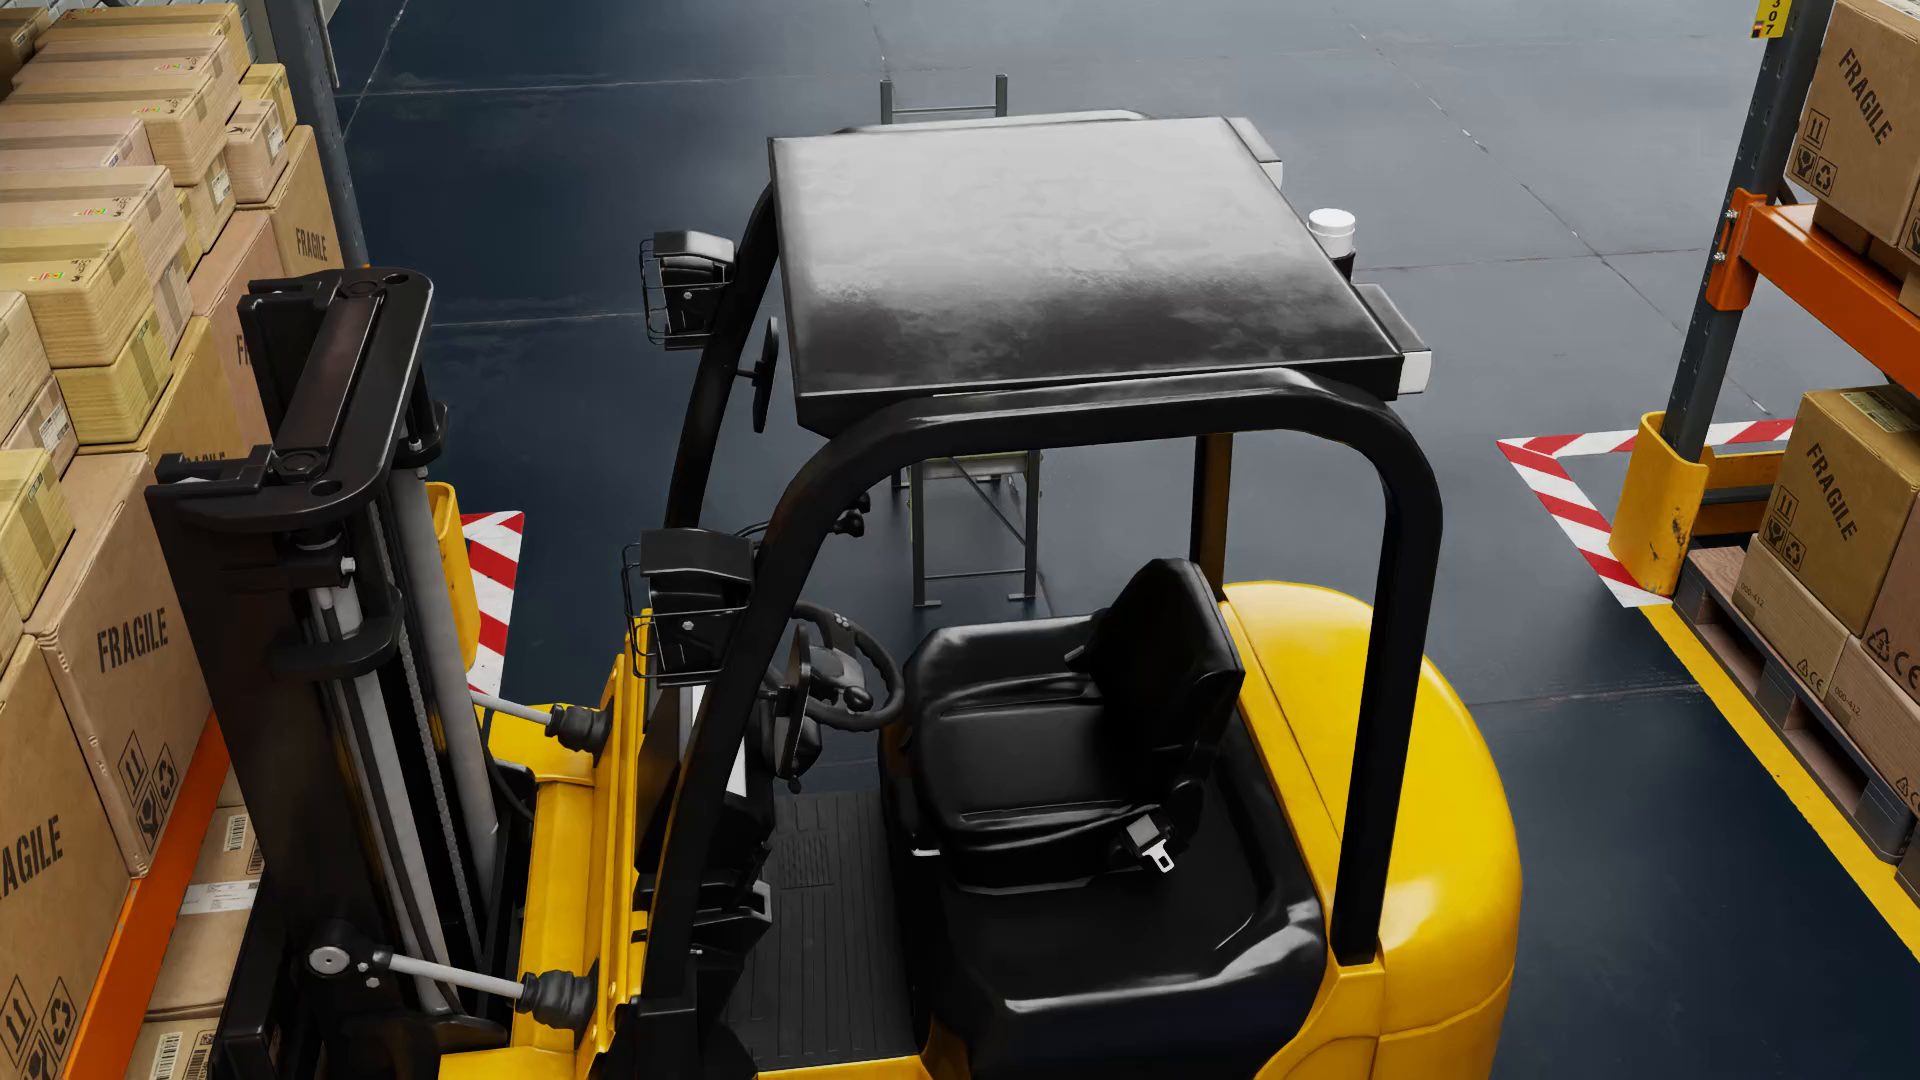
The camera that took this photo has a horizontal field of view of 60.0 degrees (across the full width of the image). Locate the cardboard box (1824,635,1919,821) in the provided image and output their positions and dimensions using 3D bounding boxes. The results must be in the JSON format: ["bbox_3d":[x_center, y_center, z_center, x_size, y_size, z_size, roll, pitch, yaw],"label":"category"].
[{"bbox_3d":[2.708,0.485,4.443,0.500,0.250,0.500,-3,34,-5],"label":"cardboard box"}]

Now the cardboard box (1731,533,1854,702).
[{"bbox_3d":[2.646,0.200,4.862,0.500,0.250,0.500,-5,35,-7],"label":"cardboard box"}]

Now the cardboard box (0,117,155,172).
[{"bbox_3d":[-1.763,-0.681,3.156,0.380,0.149,0.250,-4,34,-6],"label":"cardboard box"}]

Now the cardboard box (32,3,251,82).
[{"bbox_3d":[-1.849,-1.104,3.778,0.380,0.149,0.250,-4,35,-6],"label":"cardboard box"}]

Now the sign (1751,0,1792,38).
[{"bbox_3d":[2.274,-1.551,4.593,0.100,0.325,0.005,-4,35,-6],"label":"sign"}]

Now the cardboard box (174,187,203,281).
[{"bbox_3d":[-1.722,-0.564,3.249,0.380,0.149,0.250,-5,35,-7],"label":"cardboard box"}]

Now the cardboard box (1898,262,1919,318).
[{"bbox_3d":[2.656,-0.631,4.235,0.380,0.149,0.250,-5,35,-8],"label":"cardboard box"}]

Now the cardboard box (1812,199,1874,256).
[{"bbox_3d":[2.653,-0.925,4.667,0.380,0.149,0.250,-4,35,-6],"label":"cardboard box"}]

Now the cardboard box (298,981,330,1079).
[{"bbox_3d":[-1.520,0.995,3.251,0.500,0.250,0.500,-4,35,-7],"label":"cardboard box"}]

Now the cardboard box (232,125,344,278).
[{"bbox_3d":[-1.780,-0.643,3.940,0.500,0.500,0.500,-5,35,-7],"label":"cardboard box"}]

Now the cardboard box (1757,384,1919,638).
[{"bbox_3d":[2.650,-0.097,4.631,0.500,0.500,0.500,-5,35,-8],"label":"cardboard box"}]

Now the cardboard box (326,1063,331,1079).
[{"bbox_3d":[-1.522,1.191,3.407,0.500,0.250,0.500,-3,34,-5],"label":"cardboard box"}]

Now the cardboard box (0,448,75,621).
[{"bbox_3d":[-1.539,0.005,2.415,0.380,0.149,0.250,-5,35,-7],"label":"cardboard box"}]

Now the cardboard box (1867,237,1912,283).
[{"bbox_3d":[2.701,-0.785,4.461,0.380,0.149,0.250,-4,34,-6],"label":"cardboard box"}]

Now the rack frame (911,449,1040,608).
[{"bbox_3d":[0.048,-0.419,5.033,0.400,1.500,0.023,-4,35,-6],"label":"rack frame"}]

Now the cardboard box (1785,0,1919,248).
[{"bbox_3d":[2.601,-1.113,4.366,0.500,0.500,0.500,-5,35,-7],"label":"cardboard box"}]

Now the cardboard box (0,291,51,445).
[{"bbox_3d":[-1.637,-0.249,2.523,0.380,0.149,0.250,-4,34,-6],"label":"cardboard box"}]

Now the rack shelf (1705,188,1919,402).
[{"bbox_3d":[3.081,0.179,3.462,1.077,0.370,4.000,-4,35,-6],"label":"rack shelf"}]

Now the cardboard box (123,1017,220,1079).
[{"bbox_3d":[-1.459,1.069,2.698,0.500,0.250,0.500,-3,34,-5],"label":"cardboard box"}]

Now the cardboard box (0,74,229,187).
[{"bbox_3d":[-1.723,-0.825,3.368,0.380,0.149,0.250,-4,34,-5],"label":"cardboard box"}]

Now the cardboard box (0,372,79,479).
[{"bbox_3d":[-1.641,-0.133,2.617,0.380,0.149,0.250,-5,35,-7],"label":"cardboard box"}]

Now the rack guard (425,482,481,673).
[{"bbox_3d":[-2.109,0.164,5.066,1.175,0.500,0.348,-4,35,-6],"label":"rack guard"}]

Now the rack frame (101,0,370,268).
[{"bbox_3d":[-2.106,-0.856,4.342,1.000,3.000,0.127,-4,35,-6],"label":"rack frame"}]

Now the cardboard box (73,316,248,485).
[{"bbox_3d":[-1.650,-0.066,3.095,0.500,0.500,0.500,-5,35,-7],"label":"cardboard box"}]

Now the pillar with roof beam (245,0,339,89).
[{"bbox_3d":[0.553,-6.552,7.374,9.100,9.000,0.400,-4,35,-6],"label":"pillar with roof beam"}]

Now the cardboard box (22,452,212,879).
[{"bbox_3d":[-1.571,0.213,2.685,0.500,0.500,0.500,-4,34,-6],"label":"cardboard box"}]

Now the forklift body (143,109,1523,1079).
[{"bbox_3d":[-0.043,0.415,3.231,2.313,2.155,1.214,-4,35,-6],"label":"forklift body"}]

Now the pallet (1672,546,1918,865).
[{"bbox_3d":[2.896,0.417,4.951,1.003,0.211,1.213,-4,35,-6],"label":"pallet"}]

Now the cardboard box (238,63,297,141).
[{"bbox_3d":[-1.782,-0.993,3.879,0.380,0.149,0.250,-4,34,-6],"label":"cardboard box"}]

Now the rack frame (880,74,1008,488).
[{"bbox_3d":[-0.050,-0.828,5.633,0.400,1.500,0.023,-4,35,-6],"label":"rack frame"}]

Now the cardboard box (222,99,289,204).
[{"bbox_3d":[-1.718,-0.853,3.673,0.380,0.149,0.250,-4,34,-6],"label":"cardboard box"}]

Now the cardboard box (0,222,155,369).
[{"bbox_3d":[-1.578,-0.400,2.744,0.380,0.149,0.250,-4,34,-5],"label":"cardboard box"}]

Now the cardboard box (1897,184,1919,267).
[{"bbox_3d":[2.674,-0.824,3.943,0.500,0.500,0.500,-3,34,-5],"label":"cardboard box"}]

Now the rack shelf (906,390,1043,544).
[{"bbox_3d":[-0.001,-0.354,5.517,0.431,0.370,0.720,-4,35,-6],"label":"rack shelf"}]

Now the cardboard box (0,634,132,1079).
[{"bbox_3d":[-1.525,0.496,2.270,0.500,0.500,0.500,-5,35,-7],"label":"cardboard box"}]

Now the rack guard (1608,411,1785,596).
[{"bbox_3d":[2.822,-0.159,5.539,1.175,0.500,0.348,-4,35,-6],"label":"rack guard"}]

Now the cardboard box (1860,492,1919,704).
[{"bbox_3d":[2.725,0.195,4.204,0.500,0.500,0.500,-6,35,-8],"label":"cardboard box"}]

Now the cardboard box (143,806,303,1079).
[{"bbox_3d":[-1.522,0.776,3.129,0.500,0.250,0.500,-5,35,-7],"label":"cardboard box"}]

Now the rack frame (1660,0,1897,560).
[{"bbox_3d":[2.812,-1.234,4.897,1.000,3.000,0.127,-4,35,-6],"label":"rack frame"}]

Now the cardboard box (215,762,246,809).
[{"bbox_3d":[-1.583,0.492,3.545,0.500,0.250,0.500,-4,34,-6],"label":"cardboard box"}]

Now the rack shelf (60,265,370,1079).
[{"bbox_3d":[-1.837,0.557,2.907,1.077,0.370,4.000,-4,35,-6],"label":"rack shelf"}]

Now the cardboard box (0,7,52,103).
[{"bbox_3d":[-2.273,-1.085,3.749,0.380,0.149,0.250,-5,35,-7],"label":"cardboard box"}]

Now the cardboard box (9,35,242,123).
[{"bbox_3d":[-1.785,-0.969,3.579,0.380,0.149,0.250,-4,35,-6],"label":"cardboard box"}]

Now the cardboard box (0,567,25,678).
[{"bbox_3d":[-1.494,0.153,2.198,0.380,0.149,0.250,-5,35,-8],"label":"cardboard box"}]

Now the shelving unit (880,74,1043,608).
[{"bbox_3d":[-0.001,-0.623,5.333,0.431,1.500,0.755,-4,35,-6],"label":"shelving unit"}]

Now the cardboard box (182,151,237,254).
[{"bbox_3d":[-1.744,-0.703,3.454,0.380,0.149,0.250,-4,34,-5],"label":"cardboard box"}]

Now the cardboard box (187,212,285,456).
[{"bbox_3d":[-1.719,-0.352,3.515,0.500,0.500,0.500,-3,34,-5],"label":"cardboard box"}]

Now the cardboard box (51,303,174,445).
[{"bbox_3d":[-1.585,-0.279,2.831,0.380,0.149,0.250,-4,34,-6],"label":"cardboard box"}]

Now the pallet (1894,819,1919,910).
[{"bbox_3d":[3.057,1.096,3.954,1.003,0.211,1.213,-4,35,-6],"label":"pallet"}]

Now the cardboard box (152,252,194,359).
[{"bbox_3d":[-1.639,-0.419,3.036,0.380,0.149,0.250,-5,35,-8],"label":"cardboard box"}]

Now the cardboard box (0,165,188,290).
[{"bbox_3d":[-1.618,-0.544,2.955,0.380,0.149,0.250,-4,34,-5],"label":"cardboard box"}]
